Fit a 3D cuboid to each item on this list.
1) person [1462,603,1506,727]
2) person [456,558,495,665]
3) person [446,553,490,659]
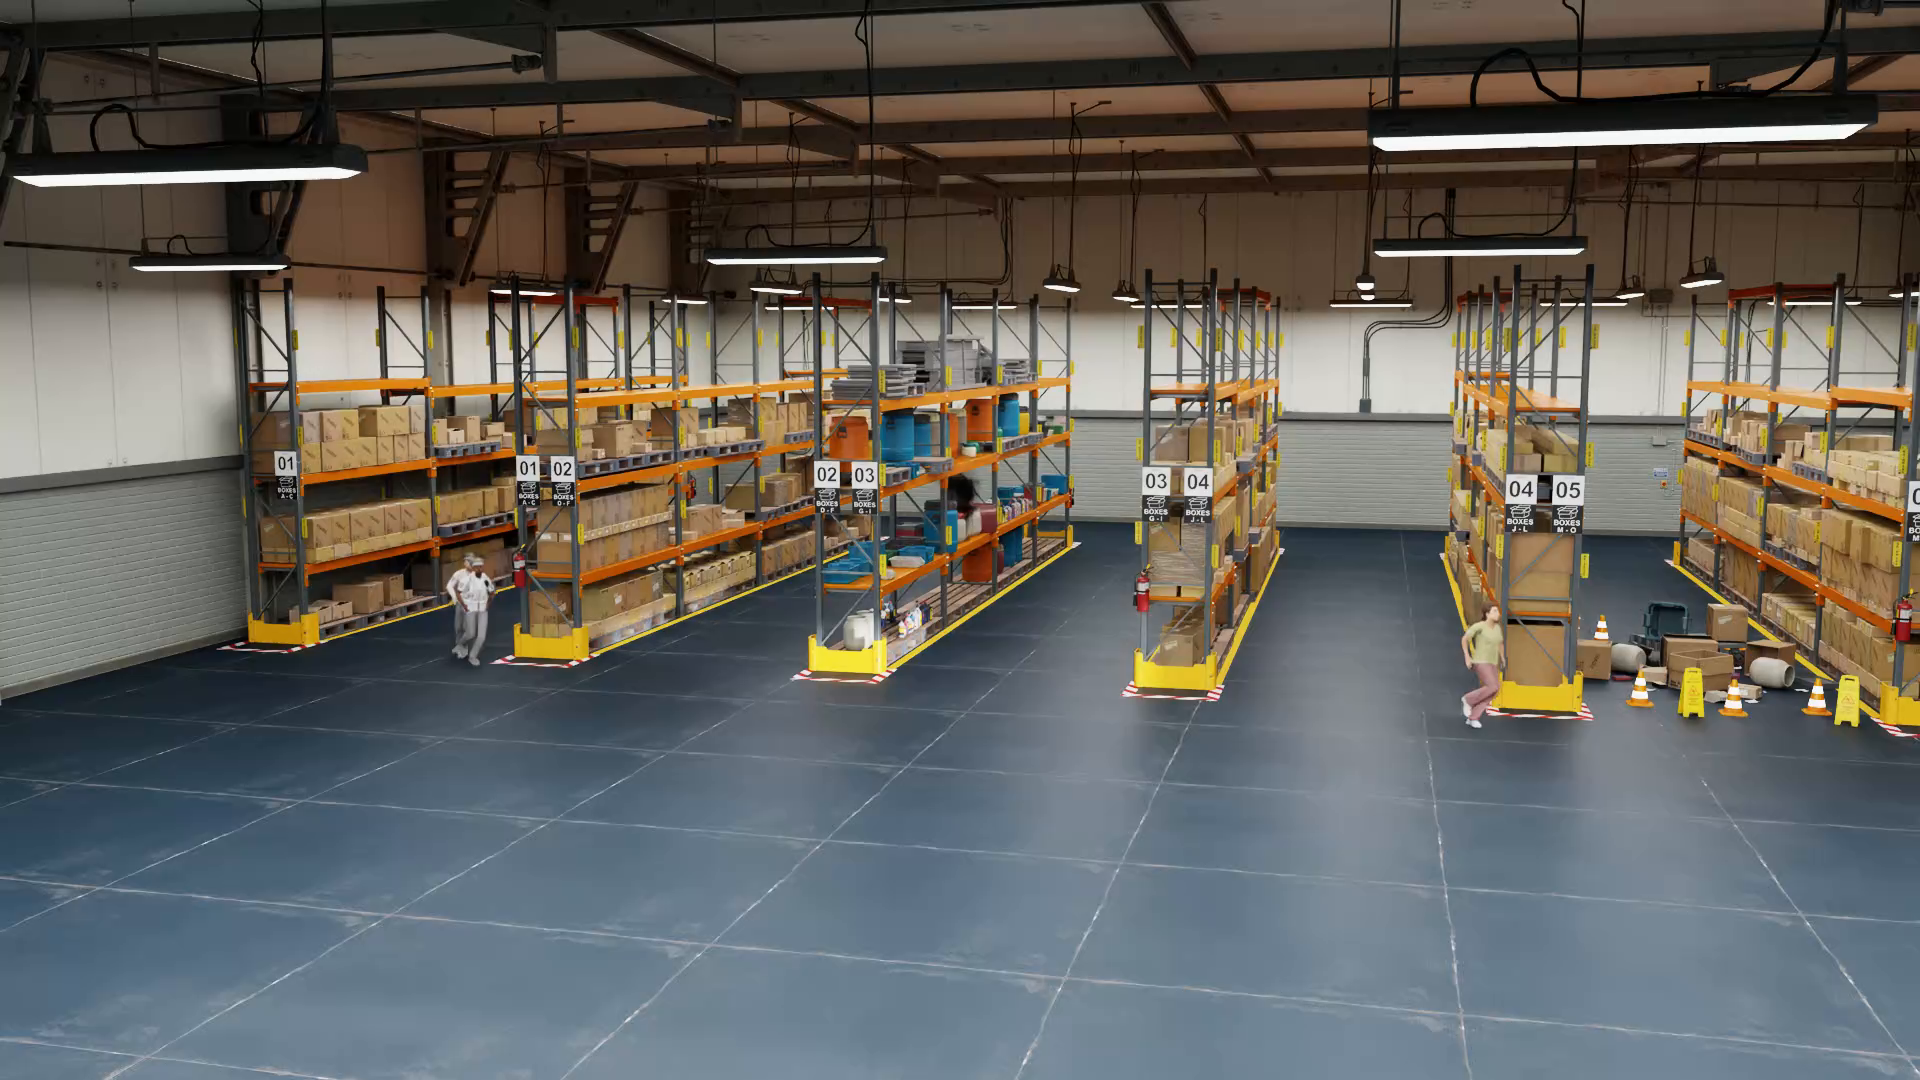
[{"bbox_3d":[6.889,1.622,21.620,0.613,1.596,0.515,-4,8,-28],"label":"person"},{"bbox_3d":[-7.536,1.091,25.917,0.602,1.660,0.524,-4,8,-32],"label":"person"},{"bbox_3d":[-7.801,1.027,26.405,0.673,1.682,0.646,0,7,-4],"label":"person"}]
